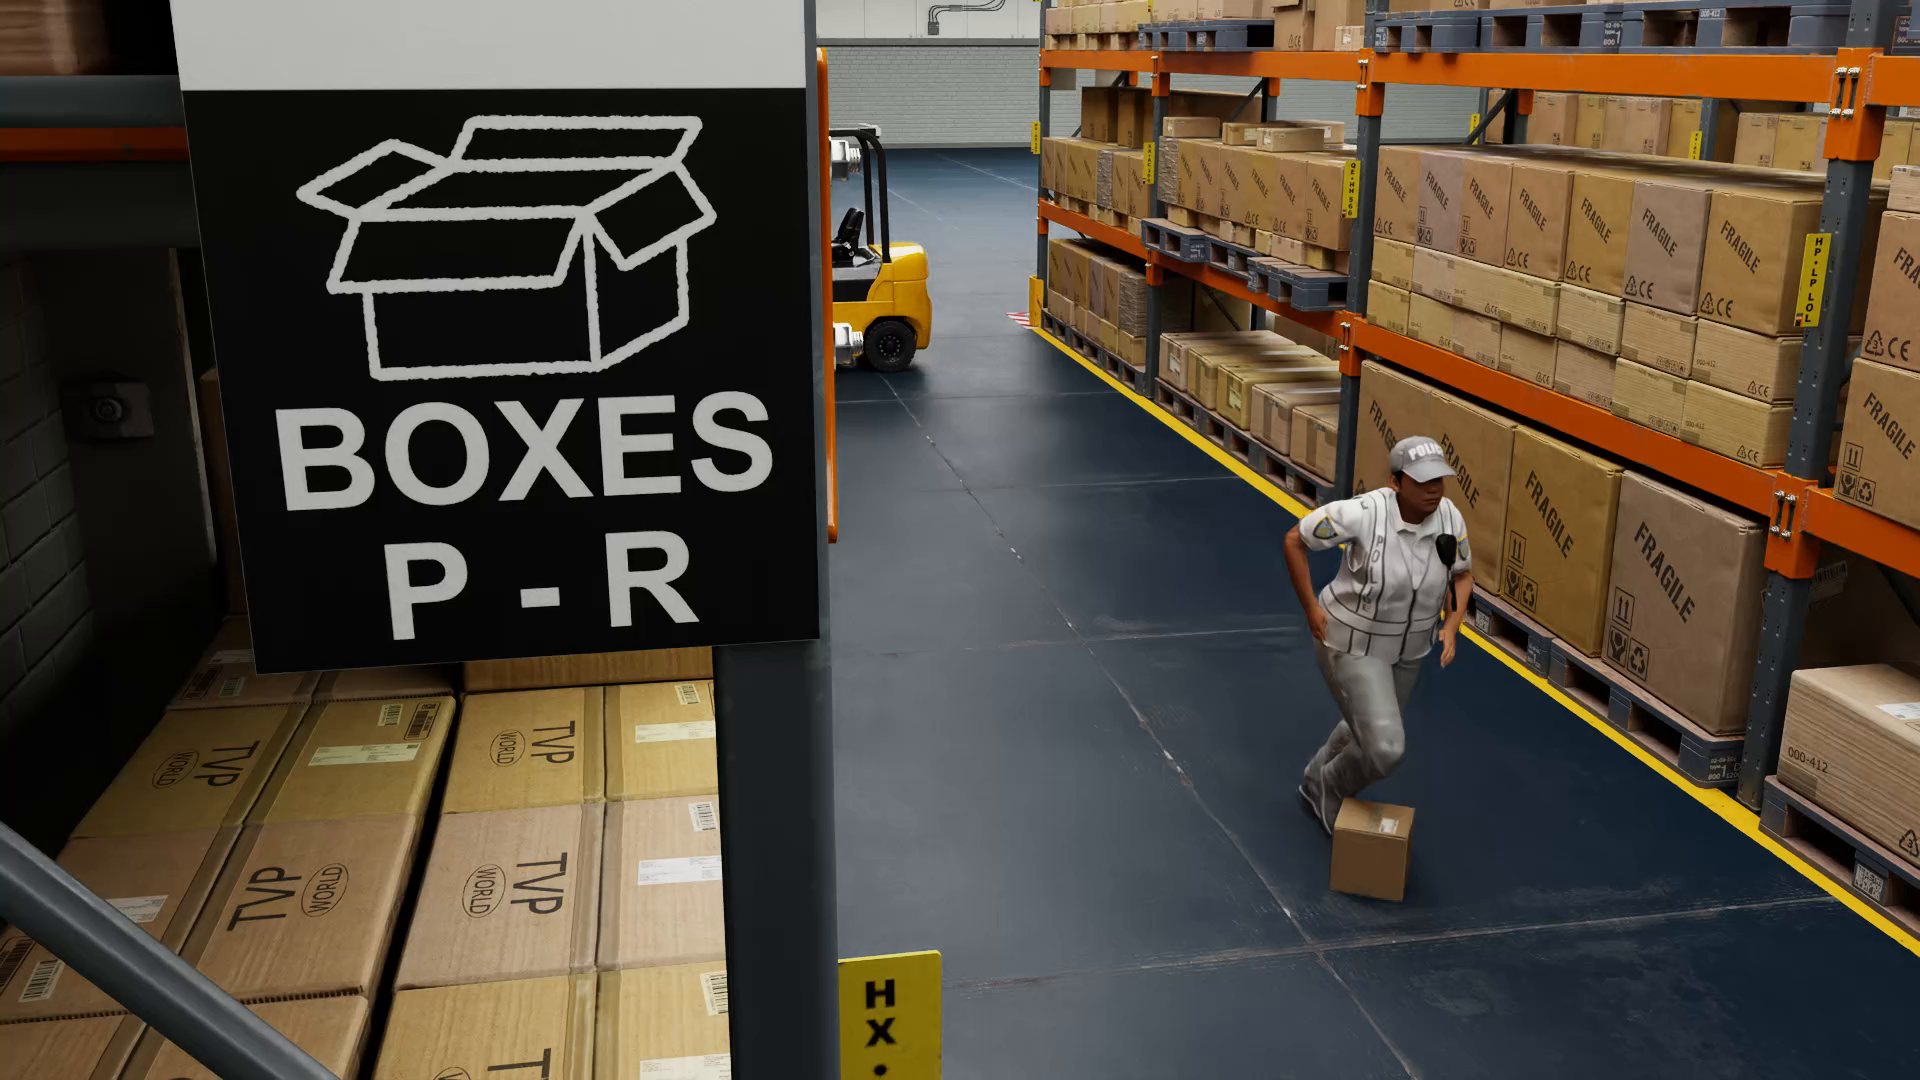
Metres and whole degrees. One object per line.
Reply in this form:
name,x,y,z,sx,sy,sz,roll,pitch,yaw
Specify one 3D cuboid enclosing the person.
person,1.448,0.361,5.915,0.622,1.576,0.775,-6,18,-21
